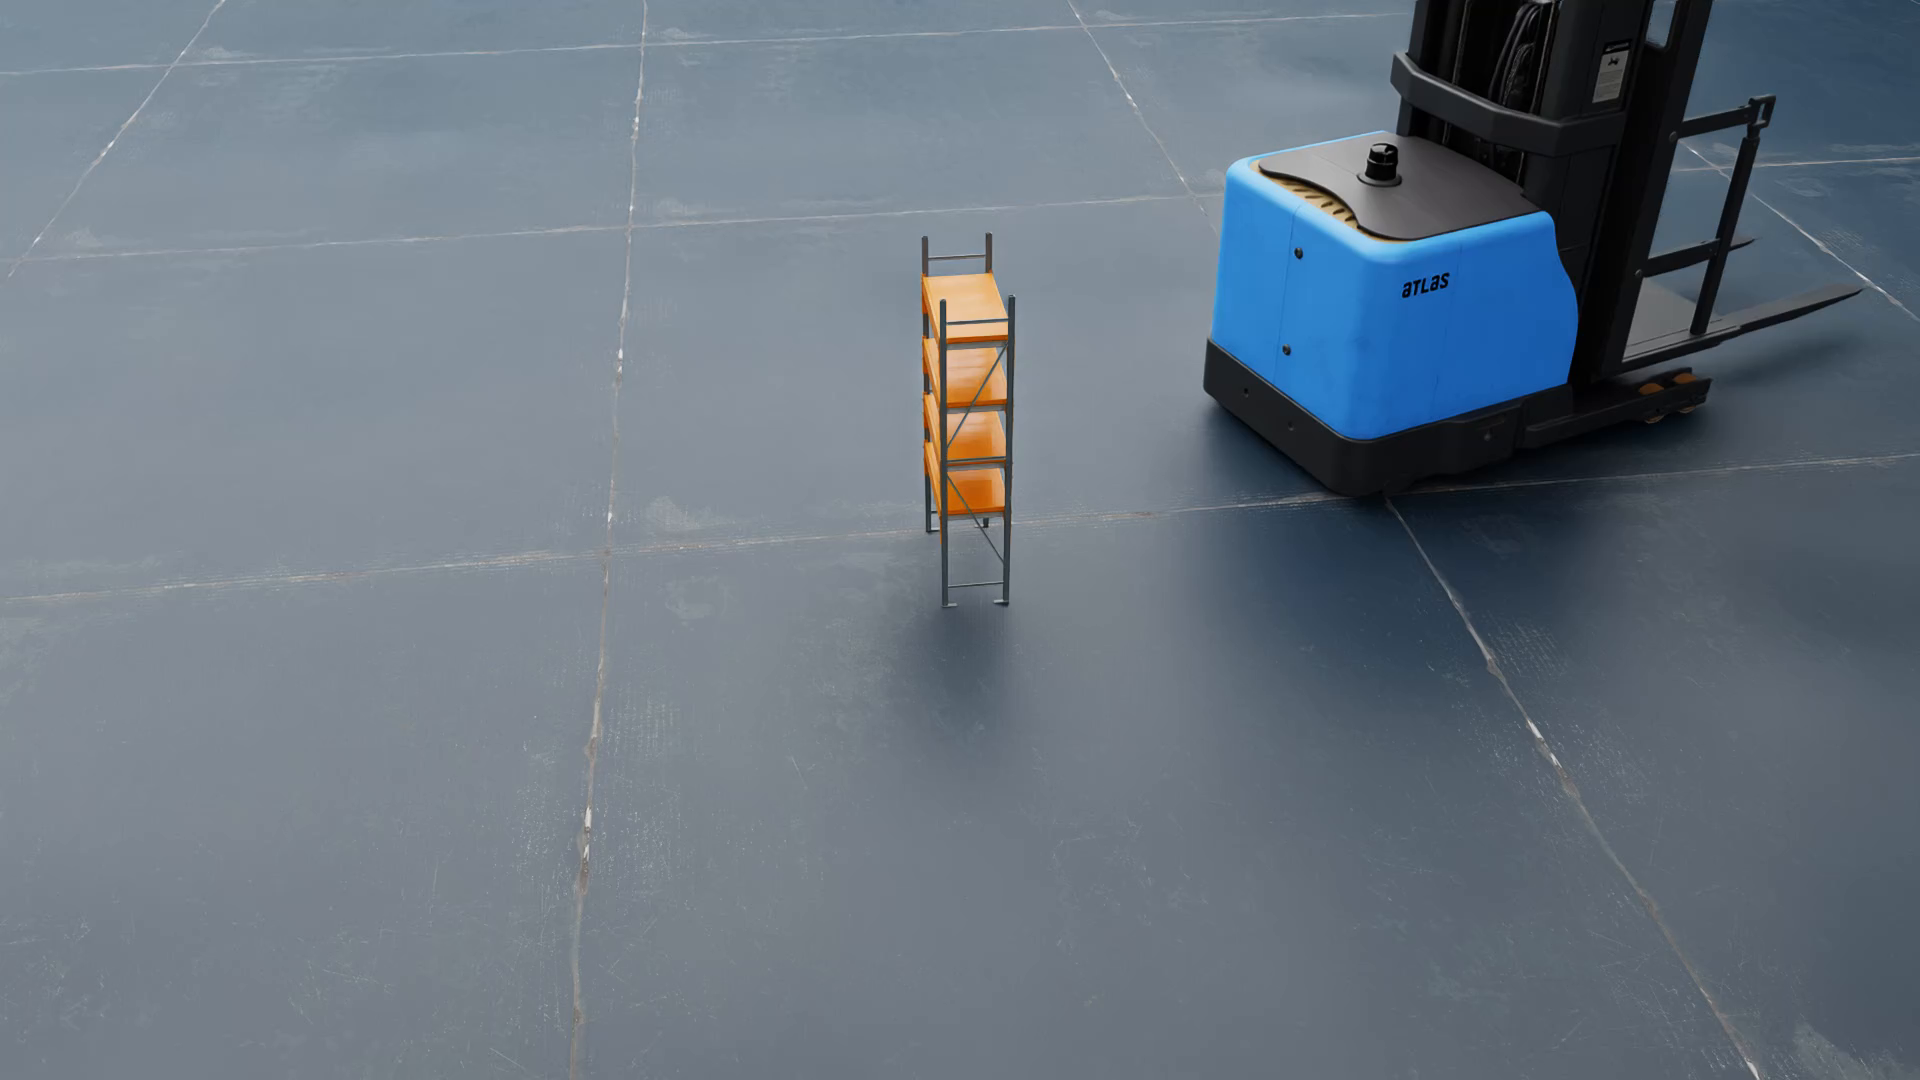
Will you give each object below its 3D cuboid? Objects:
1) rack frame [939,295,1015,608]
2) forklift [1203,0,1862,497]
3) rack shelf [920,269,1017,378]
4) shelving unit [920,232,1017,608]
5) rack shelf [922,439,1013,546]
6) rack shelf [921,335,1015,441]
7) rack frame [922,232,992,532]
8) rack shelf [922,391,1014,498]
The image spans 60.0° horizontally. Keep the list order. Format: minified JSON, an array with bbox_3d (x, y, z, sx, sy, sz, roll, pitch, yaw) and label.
[{"bbox_3d":[0.055,-0.267,5.577,0.240,1.200,0.015,-4,35,-6],"label":"rack frame"},{"bbox_3d":[2.585,-1.948,6.506,3.031,2.935,1.130,-16,37,-22],"label":"forklift"},{"bbox_3d":[0.022,-0.728,5.555,0.258,0.148,0.480,-4,35,-6],"label":"rack shelf"},{"bbox_3d":[0.022,-0.403,5.777,0.258,1.200,0.503,-4,35,-6],"label":"shelving unit"},{"bbox_3d":[0.022,-0.184,5.926,0.258,0.148,0.480,-4,35,-6],"label":"rack shelf"},{"bbox_3d":[0.022,-0.533,5.688,0.258,0.148,0.480,-4,35,-6],"label":"rack shelf"},{"bbox_3d":[-0.011,-0.540,5.976,0.240,1.200,0.015,-4,35,-6],"label":"rack frame"},{"bbox_3d":[0.022,-0.348,5.814,0.258,0.148,0.480,-4,35,-6],"label":"rack shelf"}]
